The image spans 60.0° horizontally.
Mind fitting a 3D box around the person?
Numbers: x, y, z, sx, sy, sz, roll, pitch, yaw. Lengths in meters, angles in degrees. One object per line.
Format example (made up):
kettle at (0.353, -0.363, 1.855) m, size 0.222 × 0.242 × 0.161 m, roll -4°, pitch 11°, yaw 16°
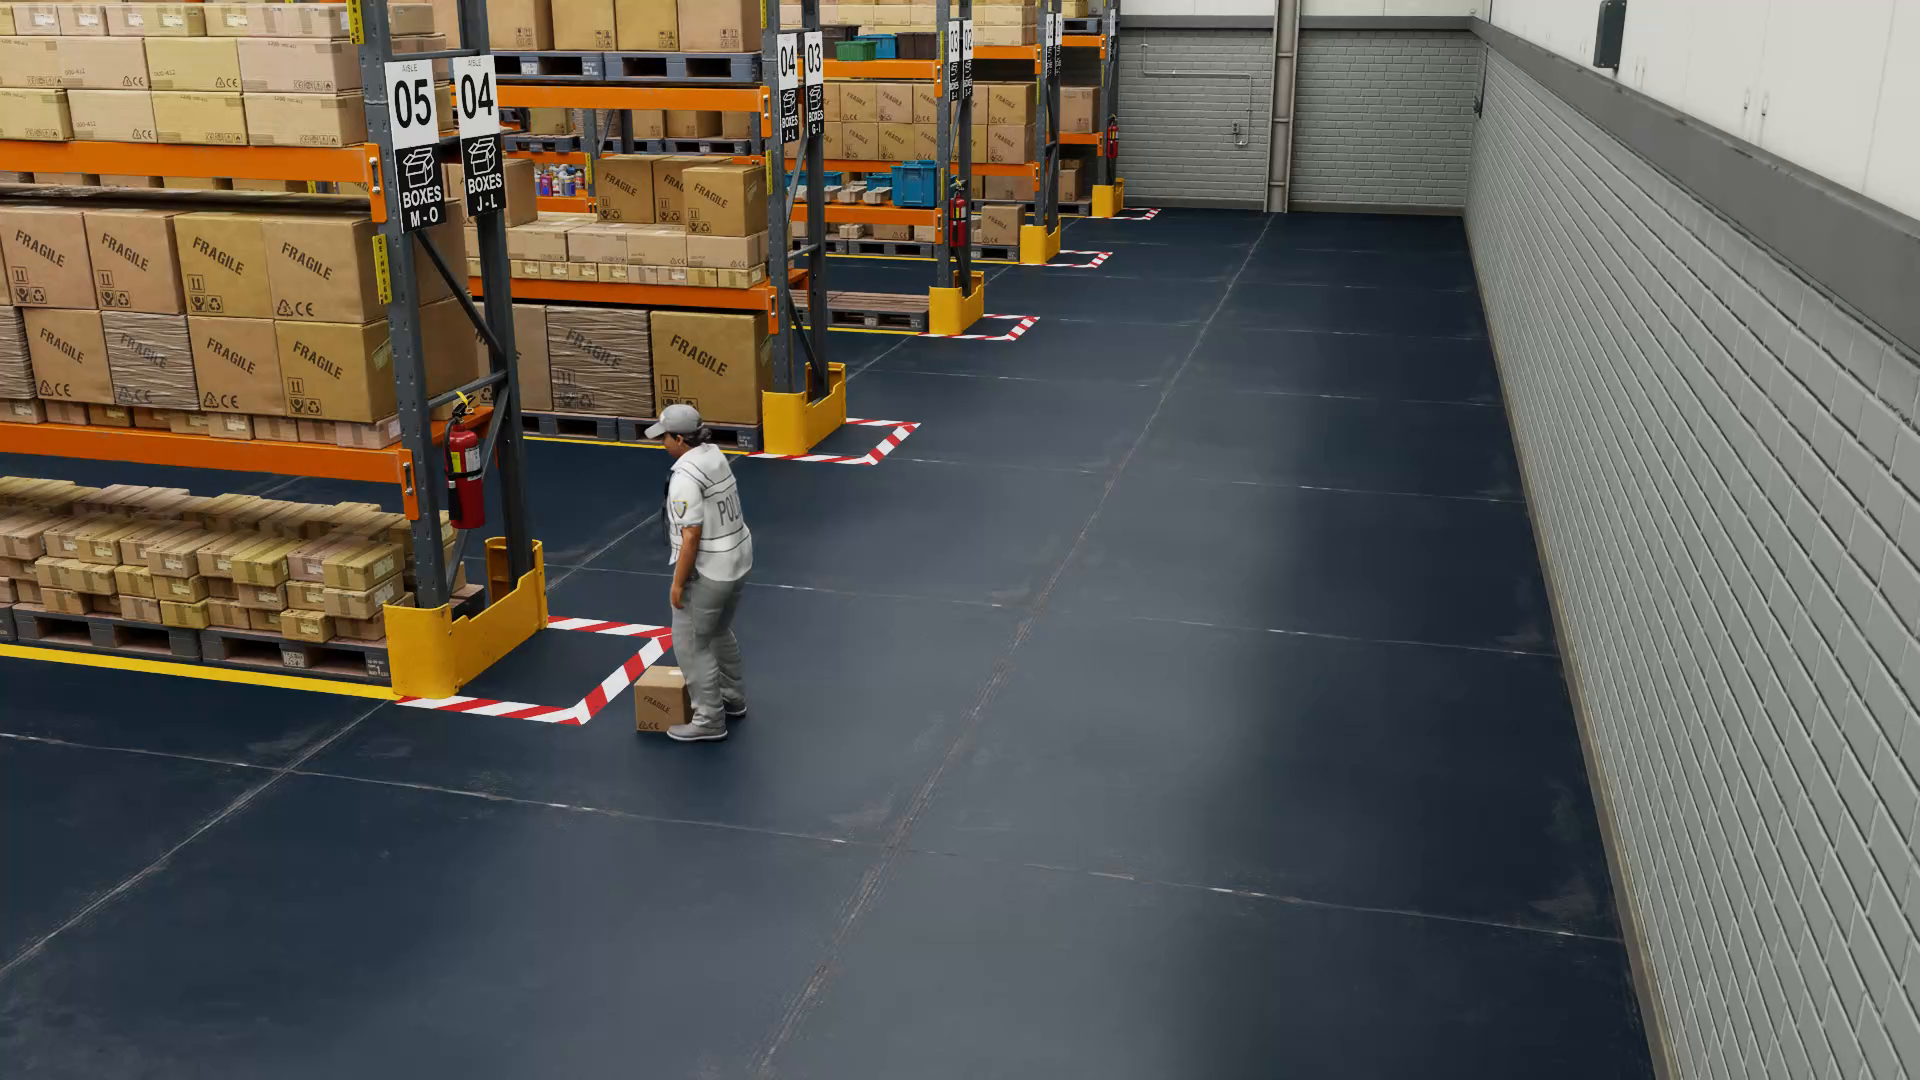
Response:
person at (-1.260, 0.147, 8.104) m, size 0.465 × 1.667 × 0.539 m, roll 5°, pitch 19°, yaw 14°
